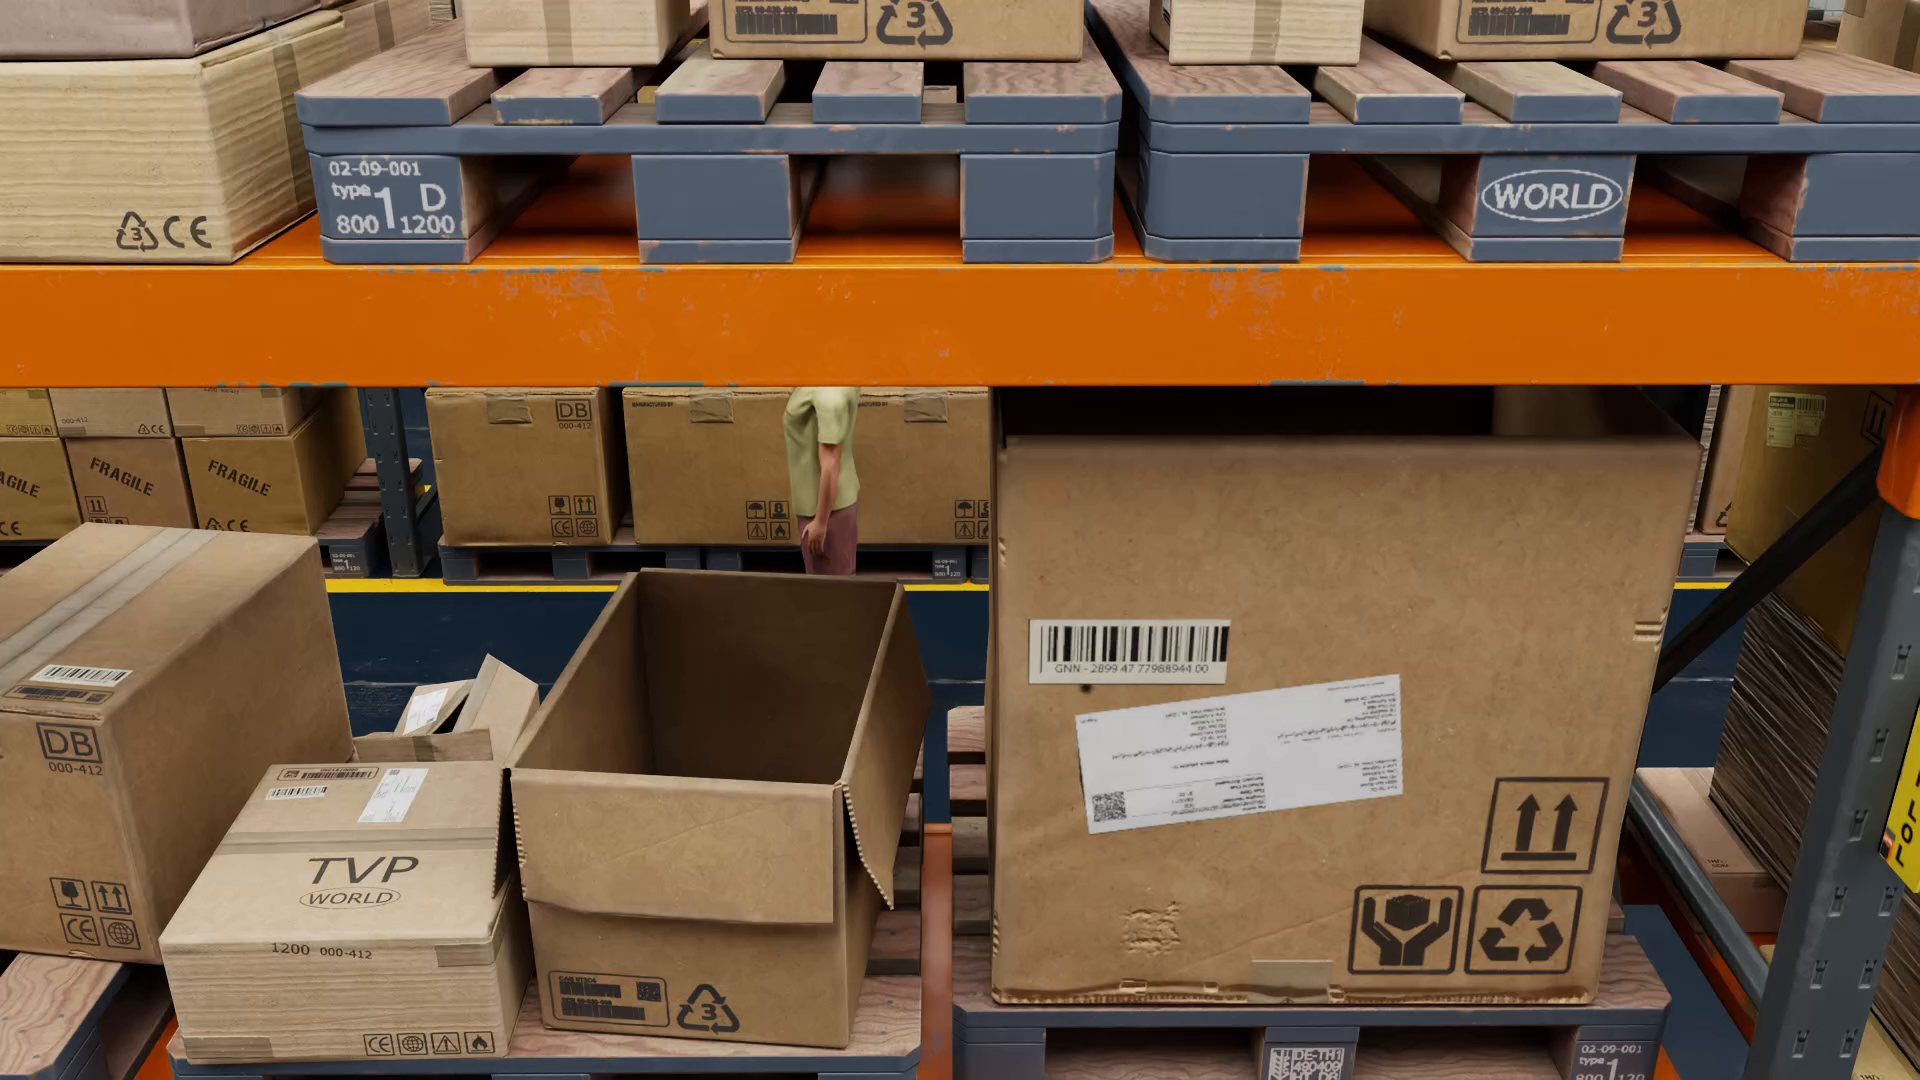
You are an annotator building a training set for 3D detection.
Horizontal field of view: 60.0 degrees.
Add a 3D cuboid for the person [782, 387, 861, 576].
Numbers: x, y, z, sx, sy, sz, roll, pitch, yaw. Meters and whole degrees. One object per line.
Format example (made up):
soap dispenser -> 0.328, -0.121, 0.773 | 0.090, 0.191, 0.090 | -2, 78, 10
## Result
person -> -0.503, -0.124, 6.389 | 0.358, 1.670, 0.440 | 0, 24, 1
